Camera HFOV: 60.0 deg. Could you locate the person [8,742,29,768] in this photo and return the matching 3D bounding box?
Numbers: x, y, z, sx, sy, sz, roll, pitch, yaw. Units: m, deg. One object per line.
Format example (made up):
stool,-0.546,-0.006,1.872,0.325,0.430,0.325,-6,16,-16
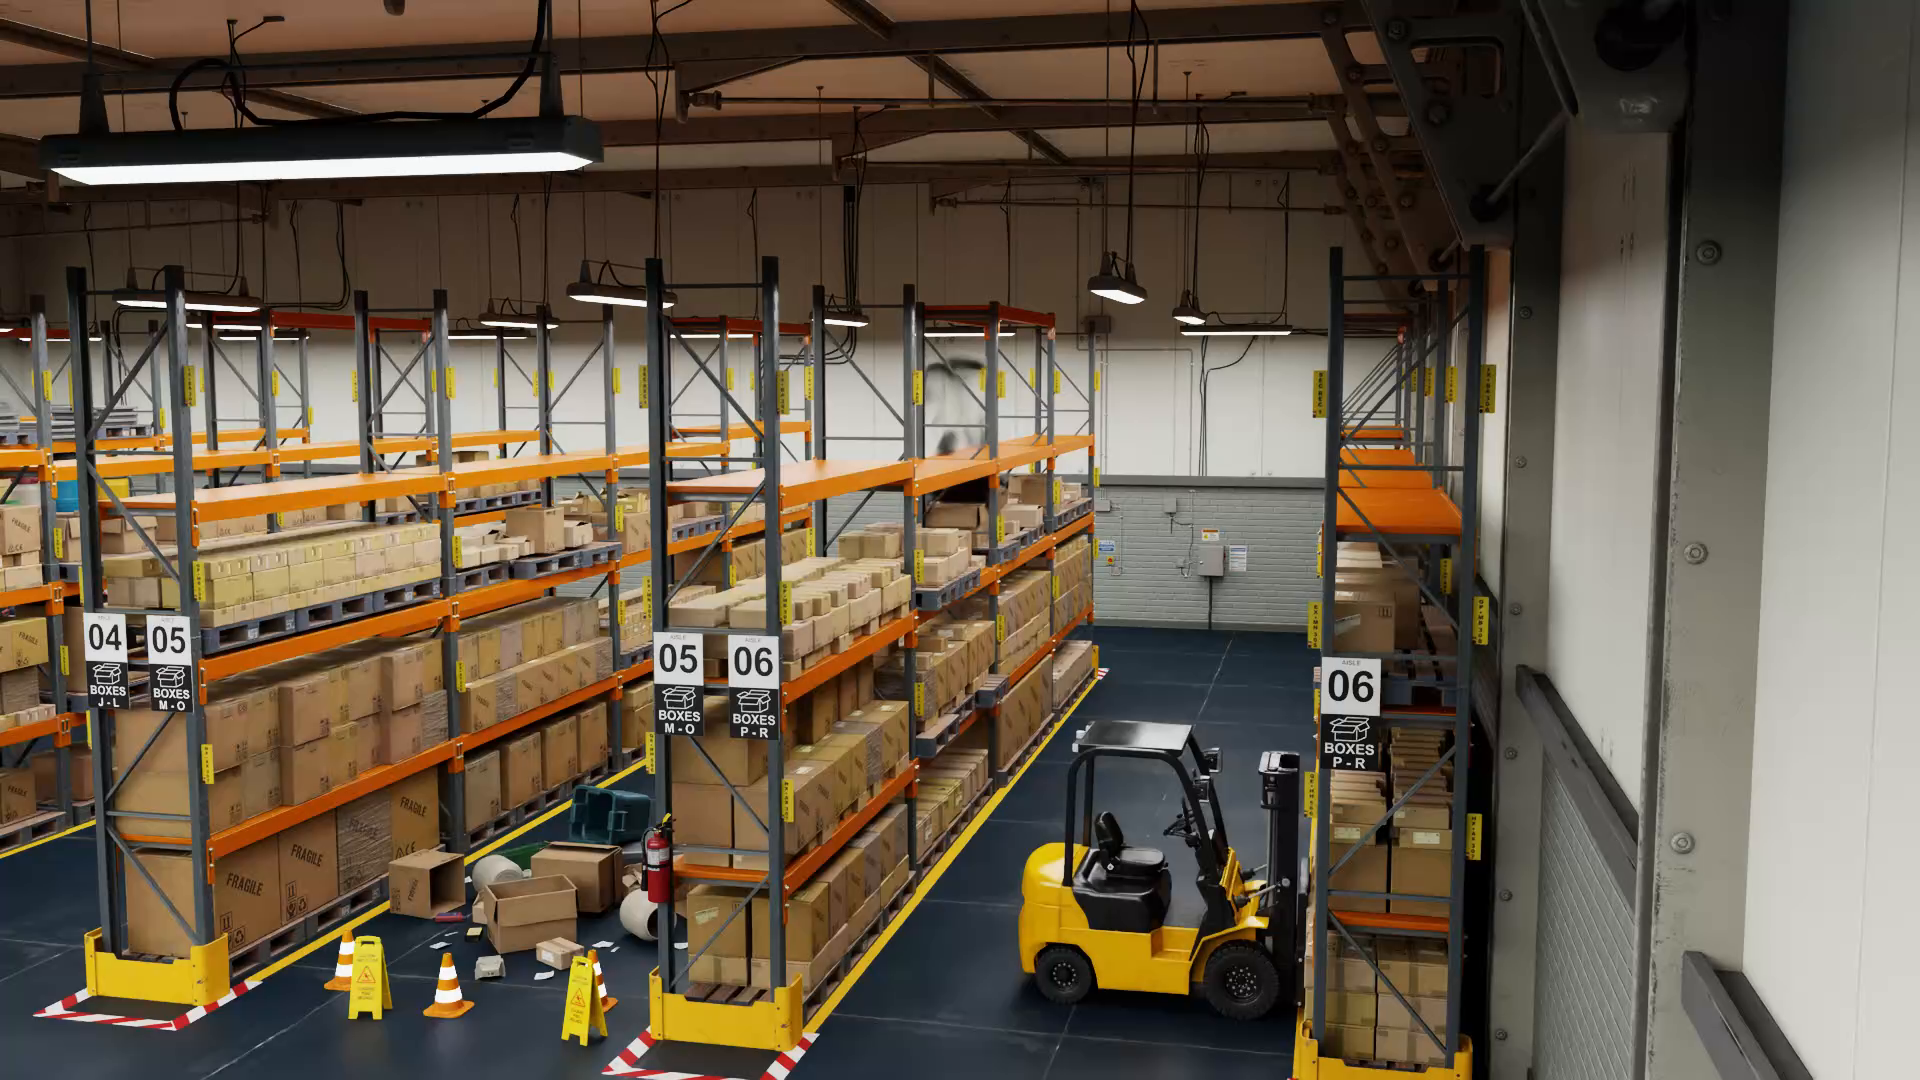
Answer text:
person,-12.084,2.233,21.014,0.581,1.711,0.711,0,6,-1
